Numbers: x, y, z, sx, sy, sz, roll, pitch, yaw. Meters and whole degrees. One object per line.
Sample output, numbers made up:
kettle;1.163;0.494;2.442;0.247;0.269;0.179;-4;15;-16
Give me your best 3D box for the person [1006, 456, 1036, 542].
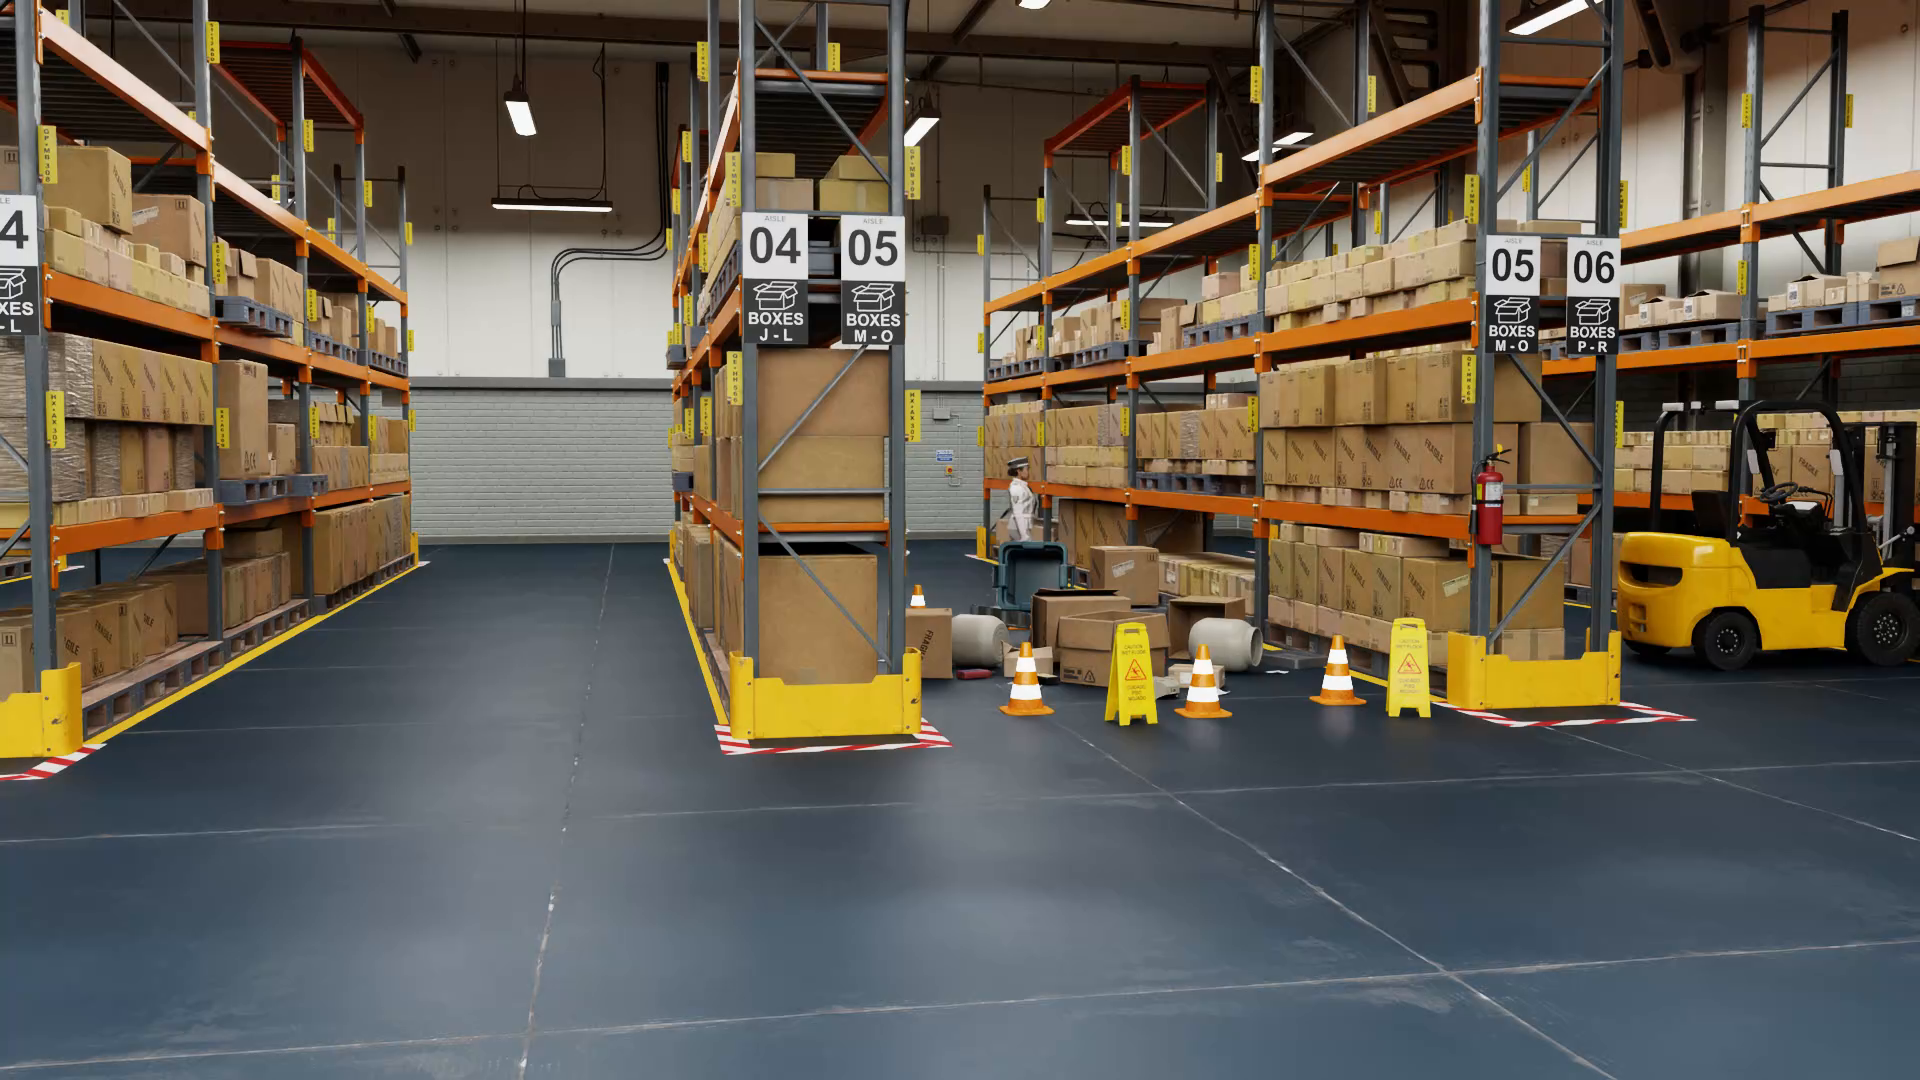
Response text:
person;0.683;-0.055;18.082;0.364;1.712;0.505;0;3;4
